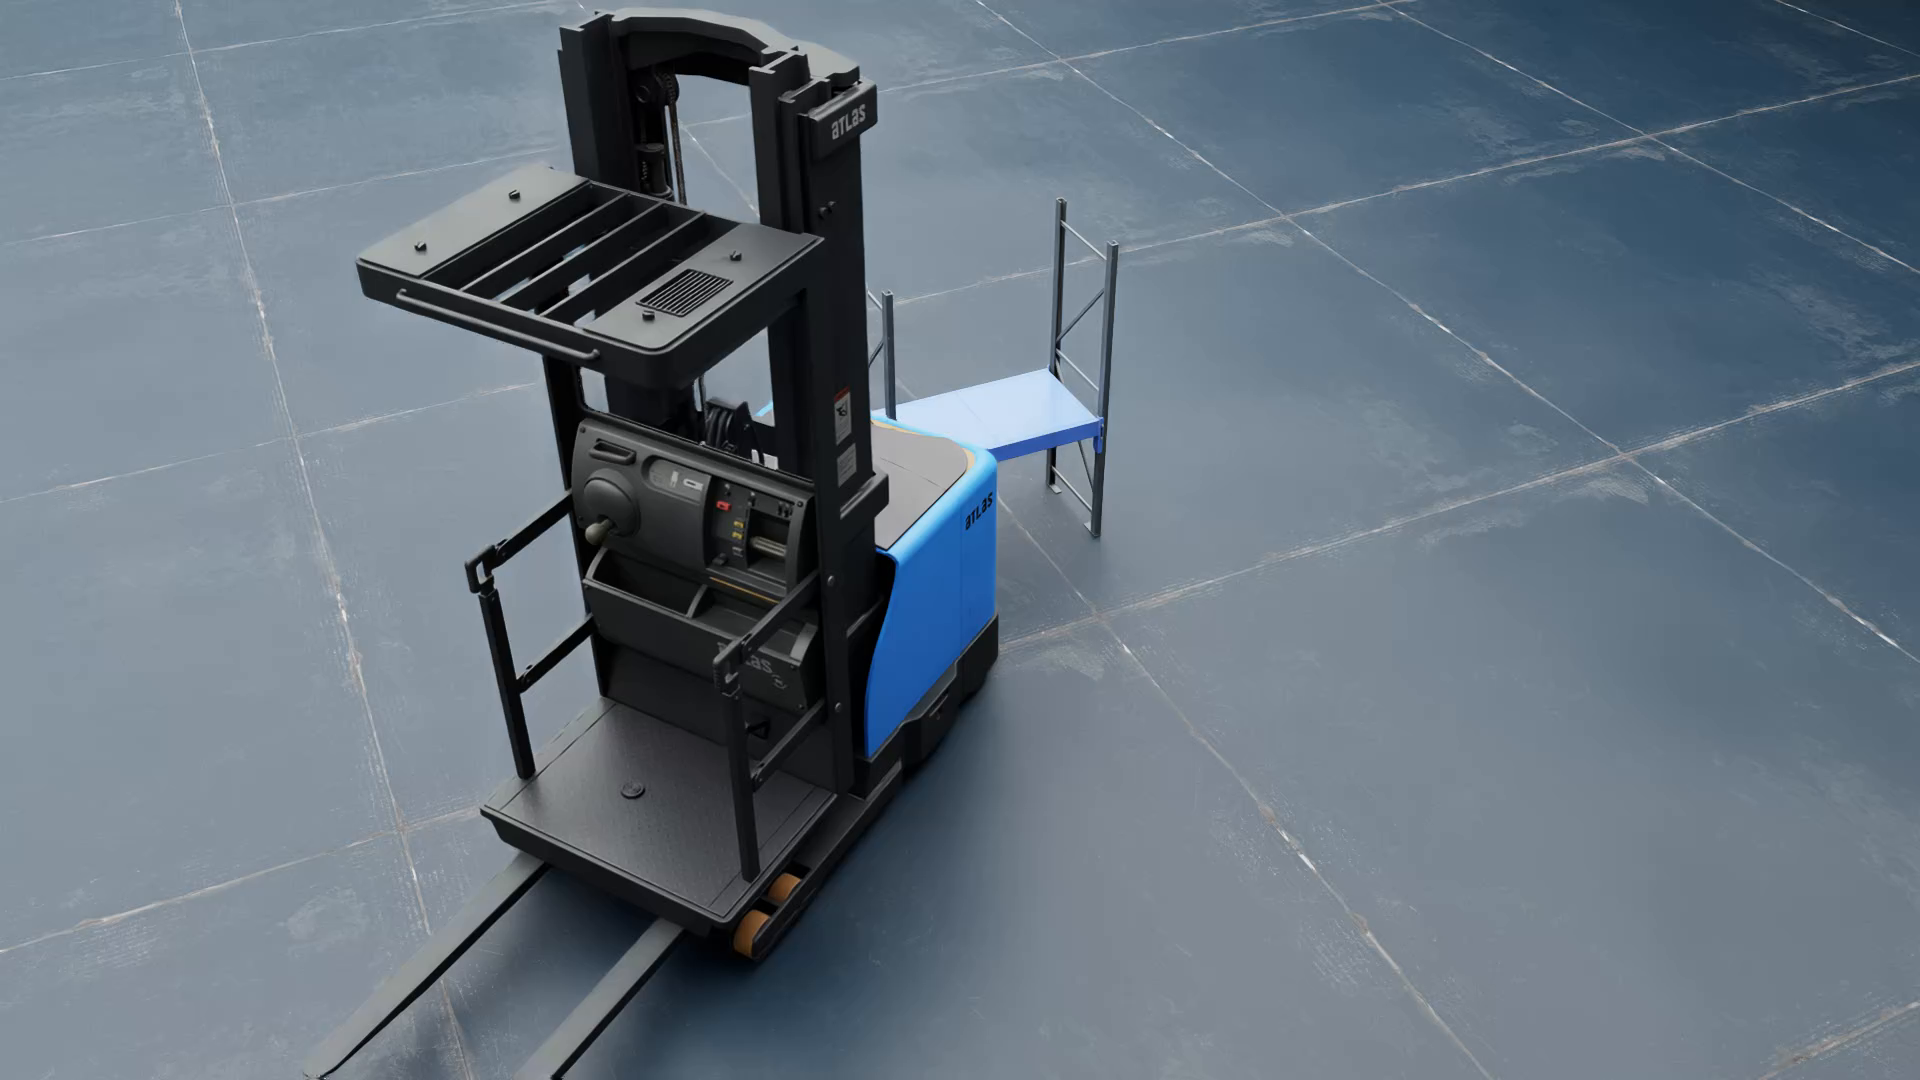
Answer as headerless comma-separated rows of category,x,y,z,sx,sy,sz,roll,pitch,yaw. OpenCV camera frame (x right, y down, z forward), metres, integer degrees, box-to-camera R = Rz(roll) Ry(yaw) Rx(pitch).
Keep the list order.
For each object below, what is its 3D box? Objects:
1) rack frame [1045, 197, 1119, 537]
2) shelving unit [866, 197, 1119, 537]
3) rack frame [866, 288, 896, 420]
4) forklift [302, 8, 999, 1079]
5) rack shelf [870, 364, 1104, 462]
rack frame,0.537,-0.753,7.506,0.032,1.500,0.500,-16,39,-20
shelving unit,0.077,-0.624,7.332,1.048,1.500,0.538,-16,39,-20
rack frame,-0.383,-0.495,7.159,0.032,1.500,0.500,-16,39,-20
forklift,-1.004,-0.035,5.337,1.130,2.935,3.031,19,40,23
rack shelf,0.077,-0.480,7.439,1.000,0.185,0.538,-16,39,-20
